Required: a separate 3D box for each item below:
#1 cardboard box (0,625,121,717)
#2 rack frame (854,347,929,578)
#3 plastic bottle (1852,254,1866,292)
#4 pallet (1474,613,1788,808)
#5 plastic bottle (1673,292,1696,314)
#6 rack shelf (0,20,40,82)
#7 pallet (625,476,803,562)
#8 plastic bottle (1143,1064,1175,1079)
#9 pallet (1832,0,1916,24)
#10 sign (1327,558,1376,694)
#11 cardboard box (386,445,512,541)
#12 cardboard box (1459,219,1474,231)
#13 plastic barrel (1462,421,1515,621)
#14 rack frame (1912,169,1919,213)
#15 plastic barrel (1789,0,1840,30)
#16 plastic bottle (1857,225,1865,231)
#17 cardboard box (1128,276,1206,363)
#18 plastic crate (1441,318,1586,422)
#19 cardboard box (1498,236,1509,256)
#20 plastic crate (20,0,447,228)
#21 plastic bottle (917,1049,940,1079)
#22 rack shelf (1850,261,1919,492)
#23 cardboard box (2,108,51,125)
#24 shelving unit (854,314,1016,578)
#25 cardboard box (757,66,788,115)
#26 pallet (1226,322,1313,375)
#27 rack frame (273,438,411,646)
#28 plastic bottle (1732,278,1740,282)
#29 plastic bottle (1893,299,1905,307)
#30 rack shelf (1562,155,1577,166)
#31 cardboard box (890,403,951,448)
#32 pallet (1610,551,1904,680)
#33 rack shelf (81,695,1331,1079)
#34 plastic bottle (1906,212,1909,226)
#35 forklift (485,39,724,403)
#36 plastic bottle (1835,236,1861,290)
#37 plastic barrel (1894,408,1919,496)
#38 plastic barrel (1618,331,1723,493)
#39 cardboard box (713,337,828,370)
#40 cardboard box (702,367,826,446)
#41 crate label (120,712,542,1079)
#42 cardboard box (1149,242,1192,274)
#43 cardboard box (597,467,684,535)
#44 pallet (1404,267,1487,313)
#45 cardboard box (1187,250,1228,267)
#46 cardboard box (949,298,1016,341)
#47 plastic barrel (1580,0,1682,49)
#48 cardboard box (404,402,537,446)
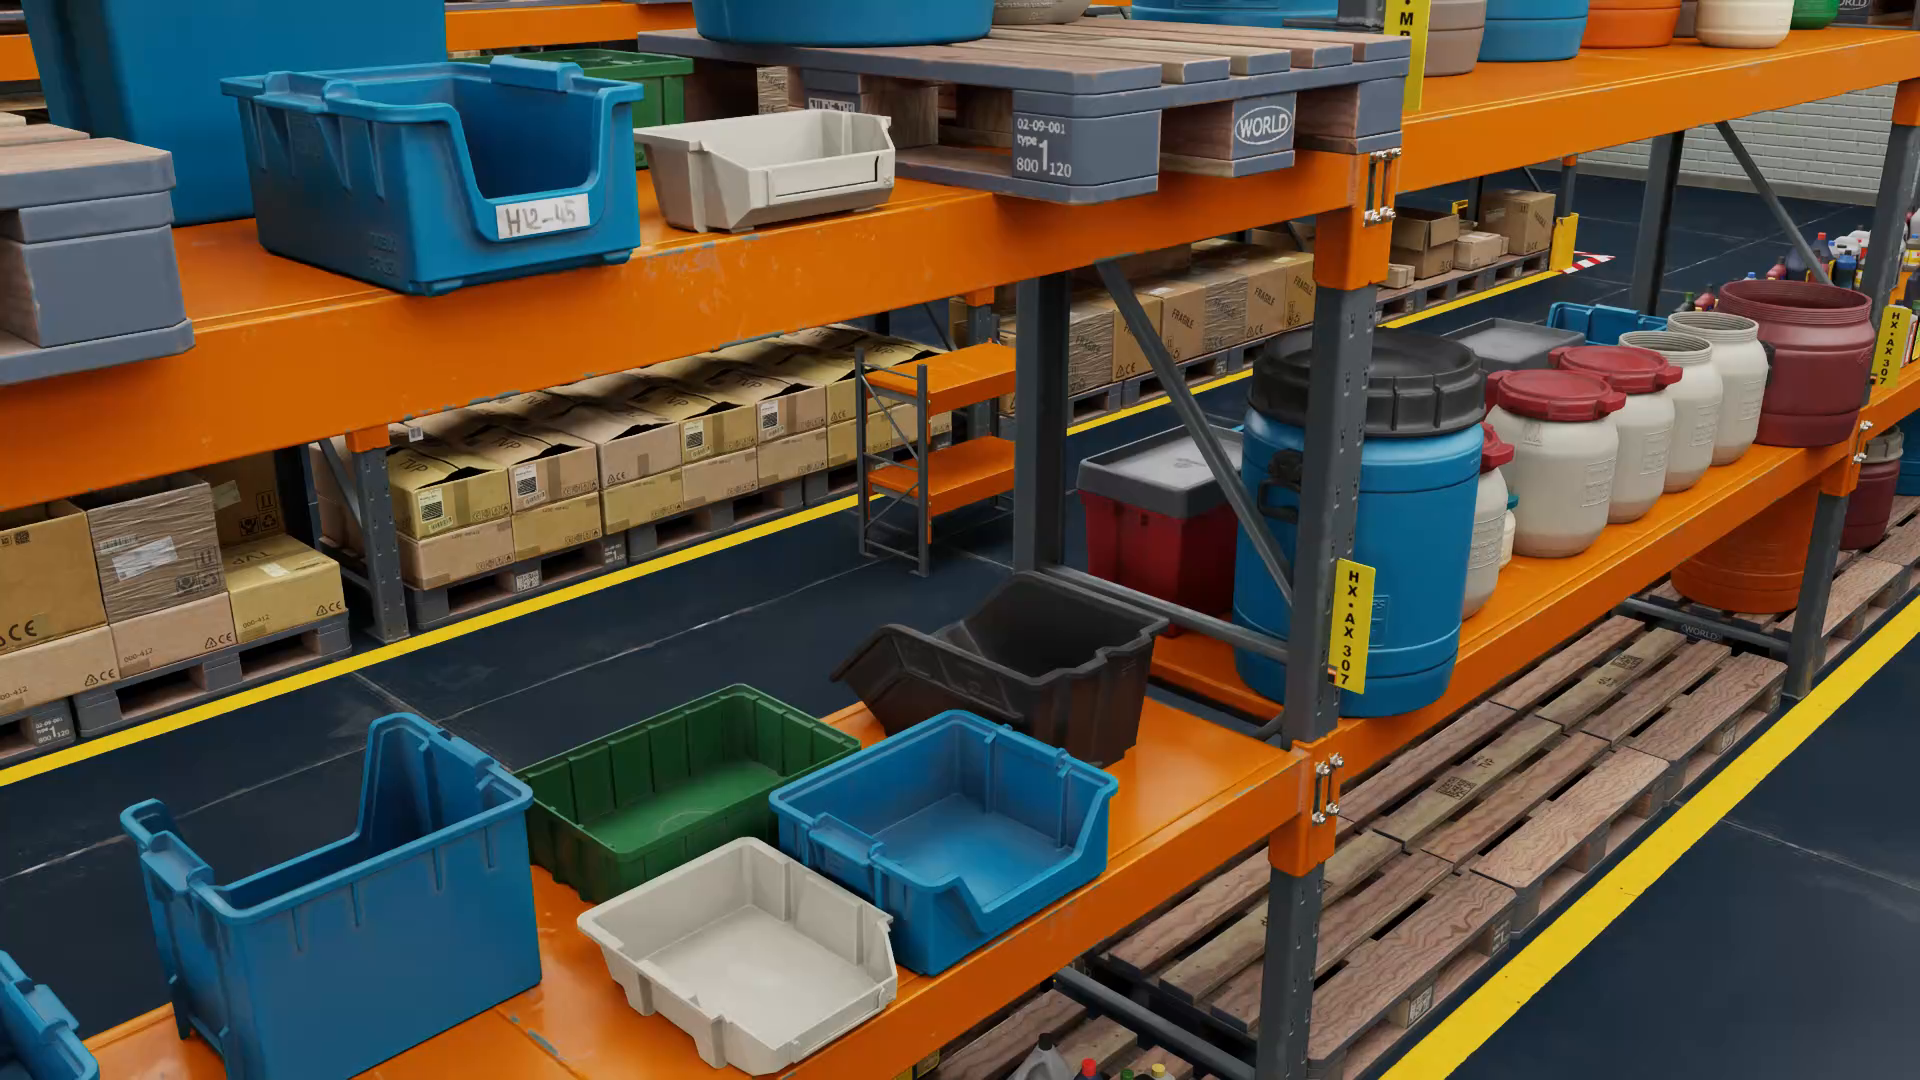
[{"bbox_3d":[-3.861,0.474,6.907,0.500,0.250,0.500,19,28,41],"label":"cardboard box"},{"bbox_3d":[-0.350,-0.396,8.537,0.500,1.125,0.032,19,28,41],"label":"rack frame"},{"bbox_3d":[4.826,-1.421,8.867,0.097,0.201,0.097,0,21,0],"label":"plastic bottle"},{"bbox_3d":[2.769,0.658,7.068,1.003,0.211,1.213,19,28,41],"label":"pallet"},{"bbox_3d":[3.313,-0.989,7.630,0.061,0.283,0.133,19,28,41],"label":"plastic bottle"},{"bbox_3d":[-4.395,-1.596,5.867,1.077,0.370,4.000,19,28,41],"label":"rack shelf"},{"bbox_3d":[-1.663,-0.258,9.452,1.003,0.211,1.213,19,28,41],"label":"pallet"},{"bbox_3d":[0.517,1.467,4.363,0.097,0.201,0.097,0,21,0],"label":"plastic bottle"},{"bbox_3d":[3.940,-2.317,7.004,1.003,0.211,1.213,19,28,41],"label":"pallet"},{"bbox_3d":[0.933,0.207,3.970,0.100,0.325,0.005,19,28,41],"label":"sign"},{"bbox_3d":[-2.533,-0.264,8.045,0.500,0.311,0.500,19,28,41],"label":"cardboard box"},{"bbox_3d":[4.440,-2.855,15.540,0.500,0.250,0.500,19,28,41],"label":"cardboard box"},{"bbox_3d":[1.371,-0.059,4.858,0.433,0.535,0.433,0,21,0],"label":"plastic barrel"},{"bbox_3d":[6.127,-1.861,9.736,1.000,3.000,0.127,19,28,41],"label":"rack frame"},{"bbox_3d":[3.201,-2.084,6.352,0.294,0.245,0.294,0,21,0],"label":"plastic barrel"},{"bbox_3d":[4.946,-1.591,9.195,0.061,0.283,0.133,19,28,41],"label":"plastic bottle"},{"bbox_3d":[1.388,-1.557,11.815,0.500,0.500,0.500,18,27,39],"label":"cardboard box"},{"bbox_3d":[1.990,-0.524,6.168,0.402,0.464,0.583,19,28,41],"label":"plastic crate"},{"bbox_3d":[4.821,-2.730,15.332,0.380,0.166,0.250,19,28,41],"label":"cardboard box"},{"bbox_3d":[-1.130,-0.735,2.646,0.392,0.384,0.575,19,28,41],"label":"plastic crate"},{"bbox_3d":[-0.119,1.347,4.563,0.061,0.283,0.133,19,28,41],"label":"plastic bottle"},{"bbox_3d":[4.732,-1.011,8.527,1.077,0.370,4.000,19,28,41],"label":"rack shelf"},{"bbox_3d":[-3.657,-1.452,6.723,0.700,0.500,0.500,19,28,41],"label":"cardboard box"},{"bbox_3d":[0.005,-0.527,8.877,0.538,1.125,1.048,19,28,41],"label":"shelving unit"},{"bbox_3d":[-1.818,-4.093,14.961,0.500,0.500,0.500,19,28,41],"label":"cardboard box"},{"bbox_3d":[2.040,-1.582,12.895,1.003,0.211,1.213,19,28,41],"label":"pallet"},{"bbox_3d":[-3.000,-1.045,7.613,1.000,3.000,0.127,19,28,41],"label":"rack frame"},{"bbox_3d":[3.704,-1.118,7.982,0.097,0.271,0.097,0,21,0],"label":"plastic bottle"},{"bbox_3d":[4.250,-0.960,7.571,0.097,0.271,0.097,0,21,0],"label":"plastic bottle"},{"bbox_3d":[3.976,-3.280,14.430,1.077,0.370,4.000,19,28,41],"label":"rack shelf"},{"bbox_3d":[-0.402,-0.790,10.196,0.500,0.250,0.500,-19,28,-41],"label":"cardboard box"},{"bbox_3d":[3.857,0.256,8.115,1.003,0.211,1.213,19,28,41],"label":"pallet"},{"bbox_3d":[-0.849,1.045,3.177,1.077,0.370,4.000,19,28,41],"label":"rack shelf"},{"bbox_3d":[5.473,-1.785,9.700,0.061,0.283,0.133,19,28,41],"label":"plastic bottle"},{"bbox_3d":[-2.384,-2.658,11.904,1.130,2.935,3.031,7,22,17],"label":"forklift"},{"bbox_3d":[4.724,-1.482,8.922,0.152,0.276,0.135,19,28,41],"label":"plastic bottle"},{"bbox_3d":[5.241,-0.760,9.210,0.600,0.901,0.708,19,28,41],"label":"plastic barrel"},{"bbox_3d":[2.478,-0.459,5.932,0.421,0.512,0.421,0,21,0],"label":"plastic barrel"},{"bbox_3d":[-1.146,-1.050,10.090,0.500,0.311,0.500,18,28,39],"label":"cardboard box"},{"bbox_3d":[-1.111,-0.787,9.408,0.500,0.311,0.500,19,28,40],"label":"cardboard box"},{"bbox_3d":[-1.154,0.666,3.111,0.502,0.435,0.616,19,28,41],"label":"crate label"},{"bbox_3d":[1.371,-2.170,12.365,0.500,0.250,0.500,19,28,41],"label":"cardboard box"},{"bbox_3d":[-1.824,-0.264,8.829,0.500,0.250,0.500,18,28,39],"label":"cardboard box"},{"bbox_3d":[3.912,-2.291,14.742,1.003,0.211,1.213,19,28,41],"label":"pallet"},{"bbox_3d":[1.705,-1.937,12.804,0.500,0.500,0.500,-20,28,-41],"label":"cardboard box"},{"bbox_3d":[0.275,-1.411,11.436,0.500,0.500,0.500,-19,28,-40],"label":"cardboard box"},{"bbox_3d":[2.152,-2.109,5.600,0.600,0.830,0.708,19,28,41],"label":"plastic barrel"},{"bbox_3d":[-2.564,-0.531,8.740,0.500,0.311,0.500,-19,28,-41],"label":"cardboard box"}]
